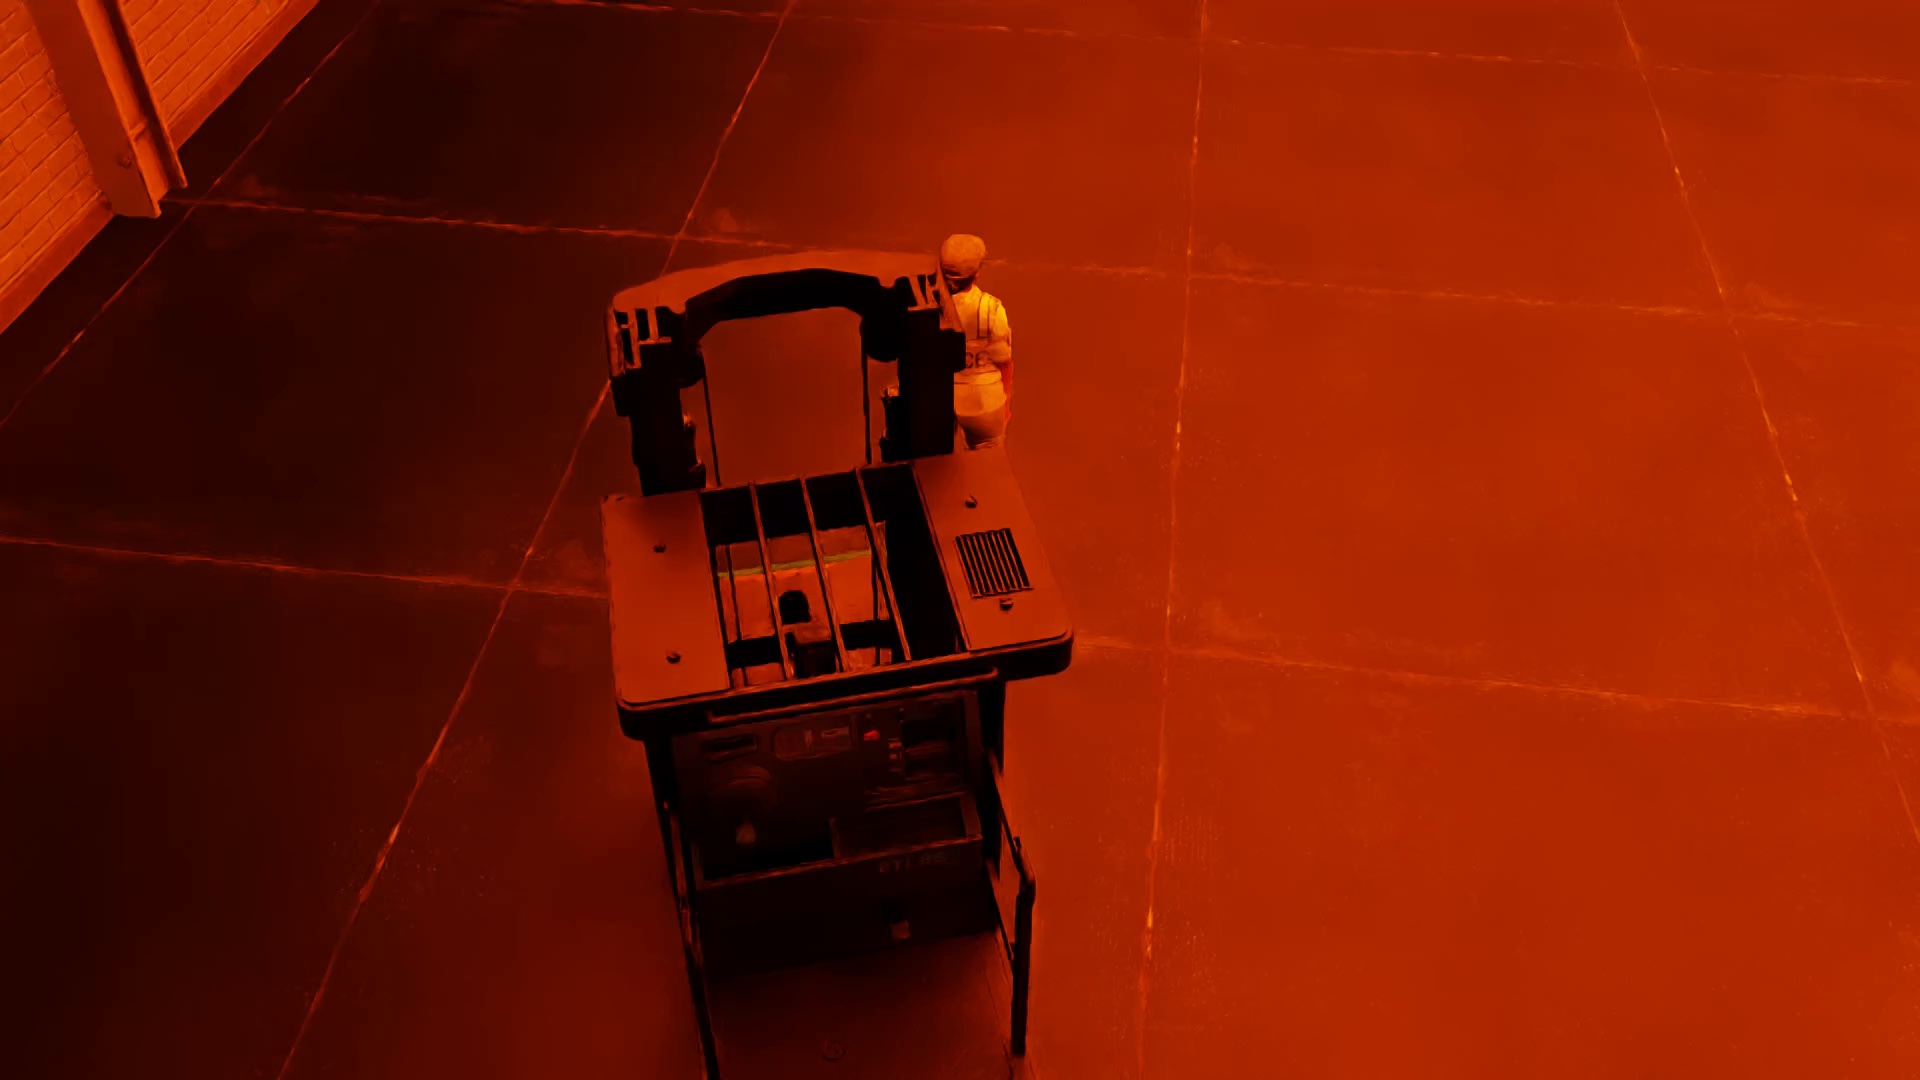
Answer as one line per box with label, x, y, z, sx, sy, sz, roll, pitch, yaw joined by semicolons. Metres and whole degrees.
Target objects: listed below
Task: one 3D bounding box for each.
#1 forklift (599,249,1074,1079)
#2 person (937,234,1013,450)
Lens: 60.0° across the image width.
forklift;-0.348;0.767;4.890;1.130;2.935;3.031;-8;43;-9
person;0.009;-0.622;7.341;0.482;1.669;0.390;5;43;6
